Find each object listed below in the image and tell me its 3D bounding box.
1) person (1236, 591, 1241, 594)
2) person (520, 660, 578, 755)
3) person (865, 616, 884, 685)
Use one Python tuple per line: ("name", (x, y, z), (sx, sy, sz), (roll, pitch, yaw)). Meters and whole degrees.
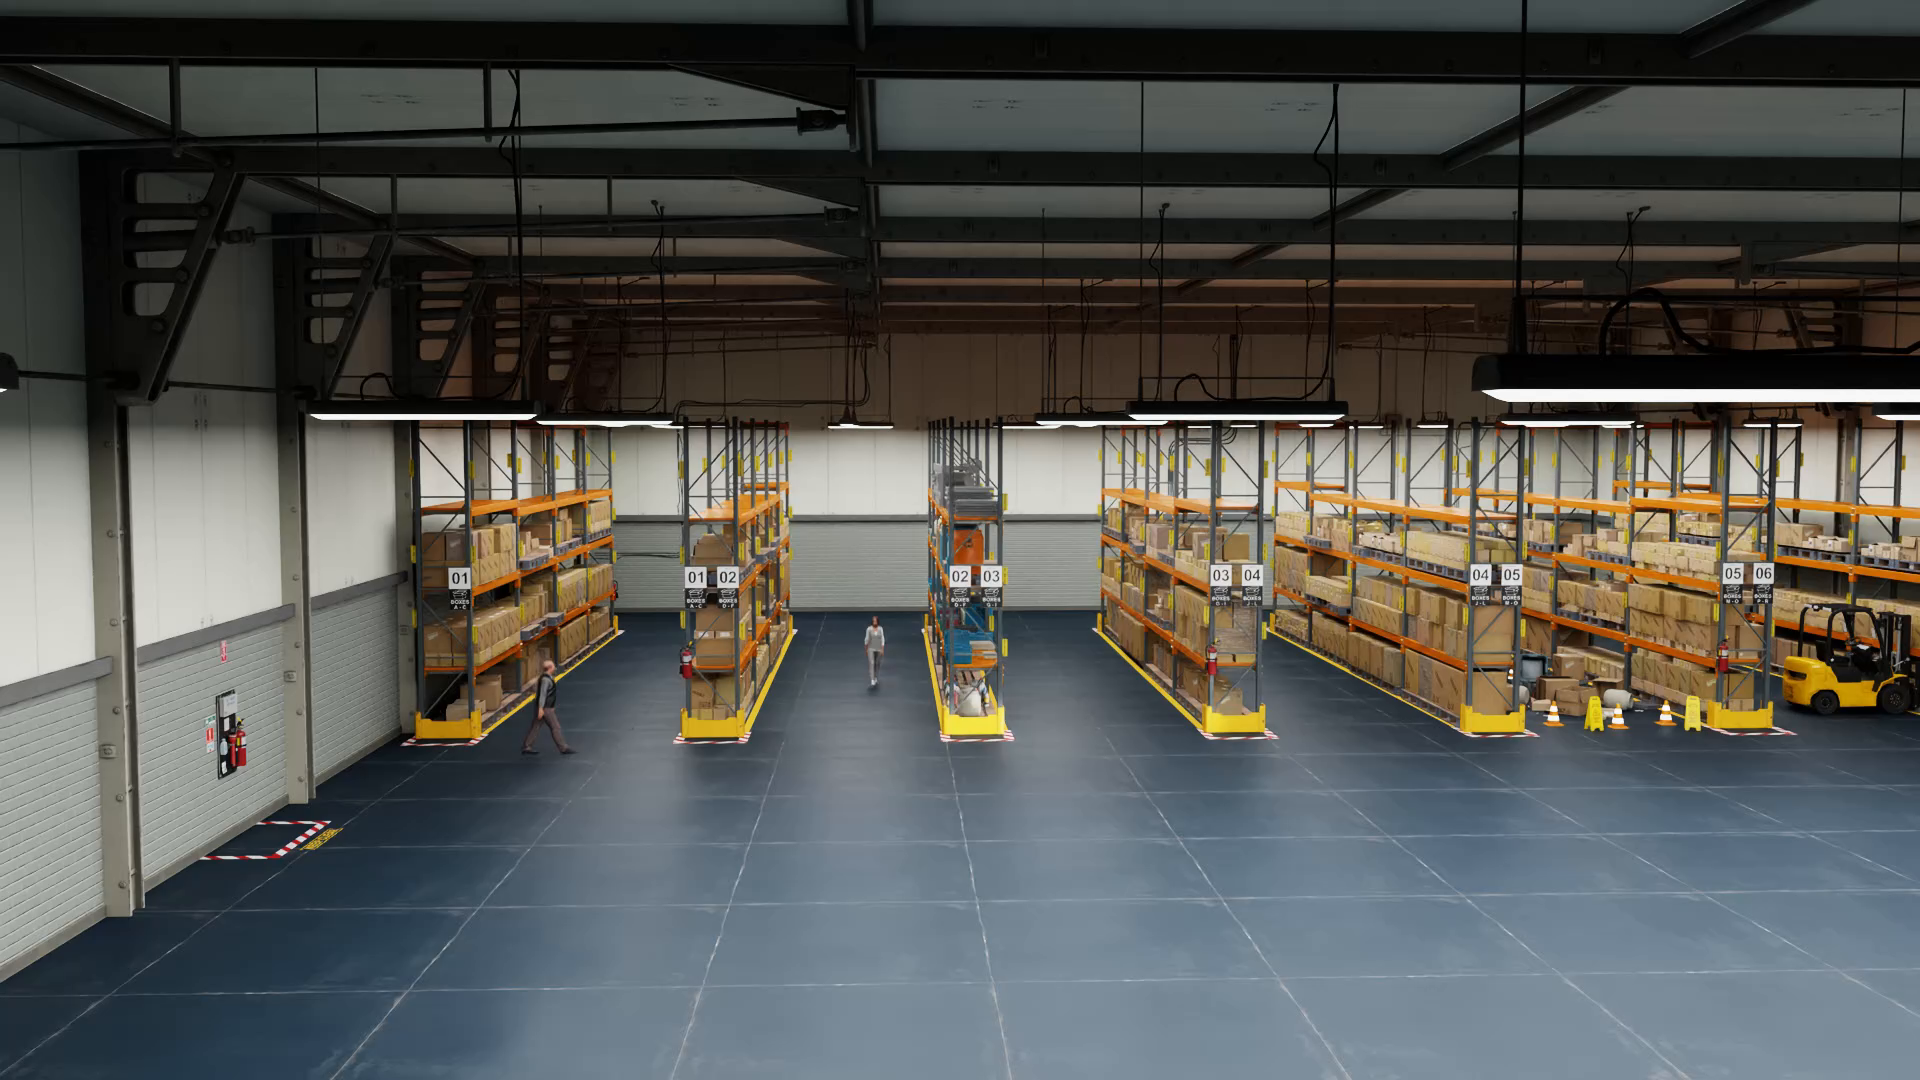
("person", (8.088, 1.742, 48.855), (0.665, 1.601, 0.687), (1, 4, 10))
("person", (-7.261, 2.948, 29.314), (0.973, 1.661, 0.589), (-1, 4, -18))
("person", (-1.906, 2.487, 37.392), (0.436, 1.546, 0.967), (-1, 4, -20))
